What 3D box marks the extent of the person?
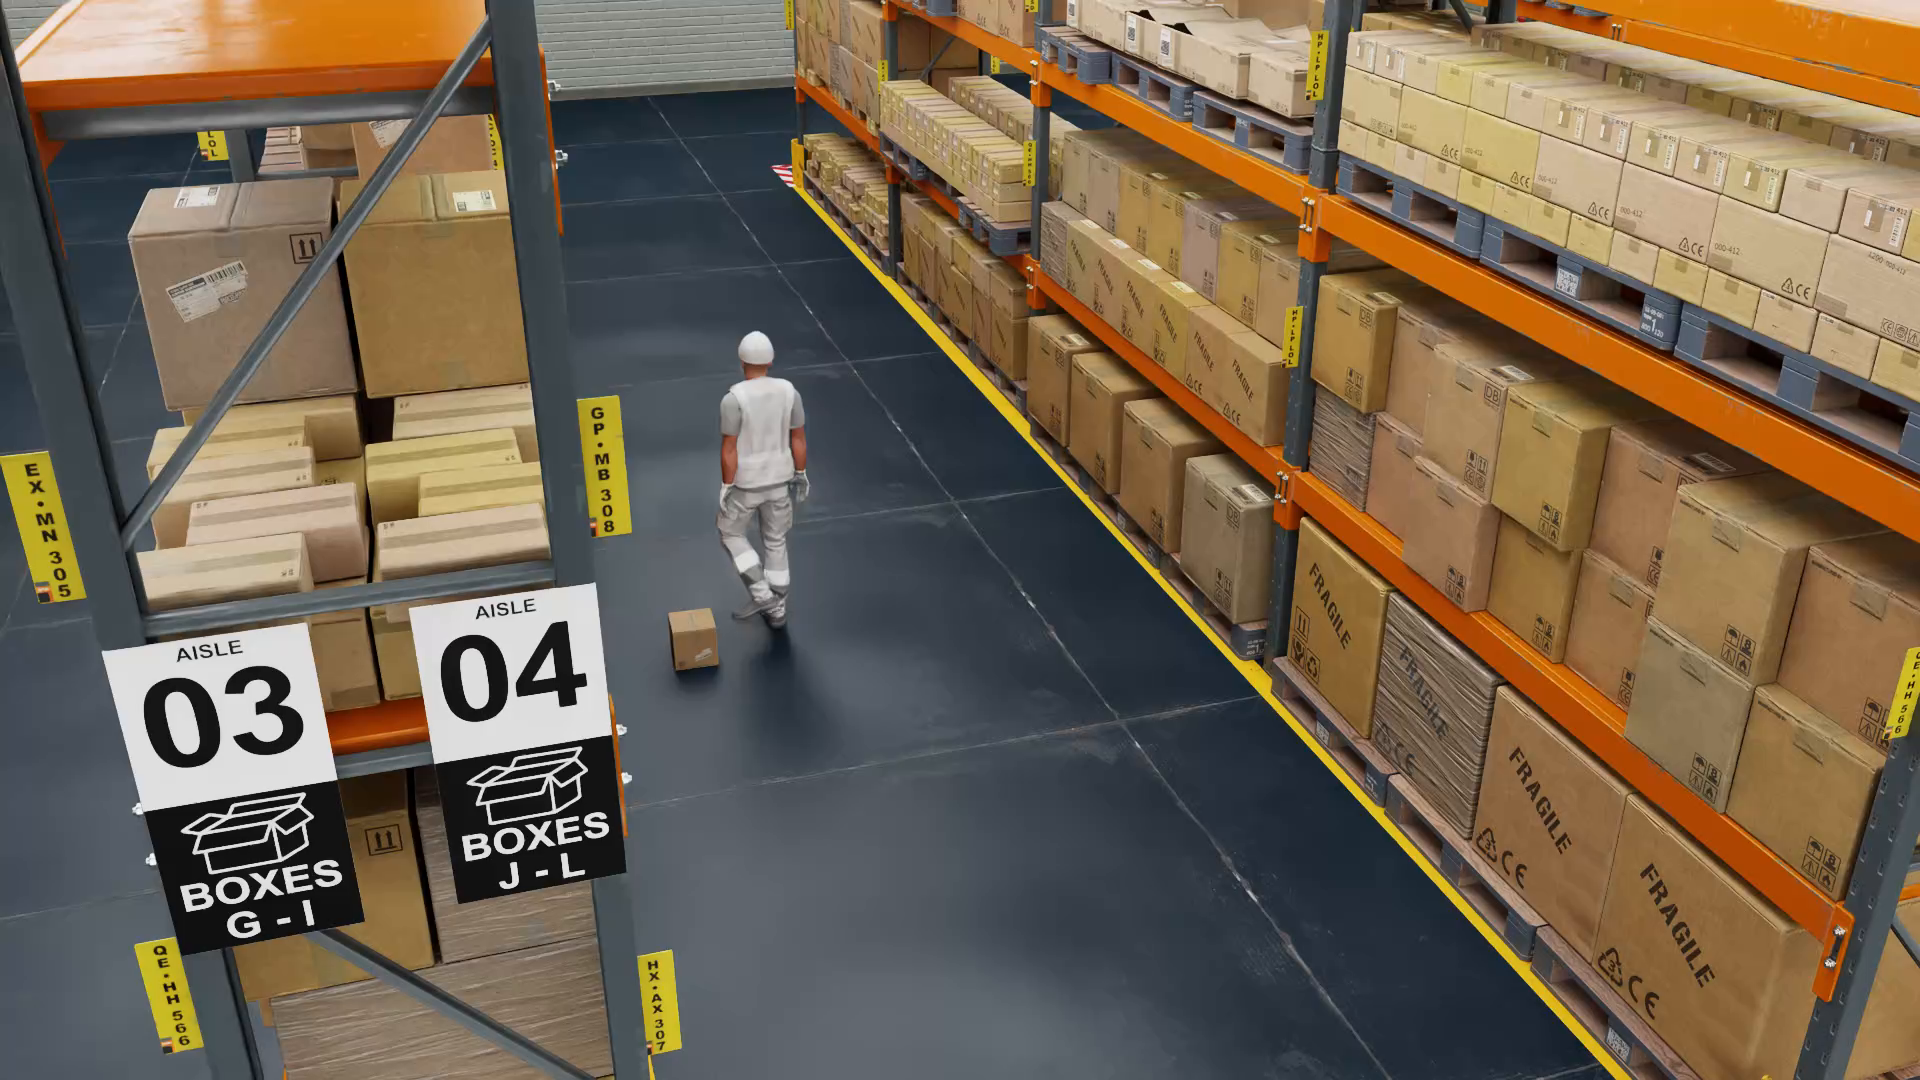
[{"bbox_3d":[-1.154,-0.327,9.736,0.595,1.782,0.528,-14,29,-27],"label":"person"}]
